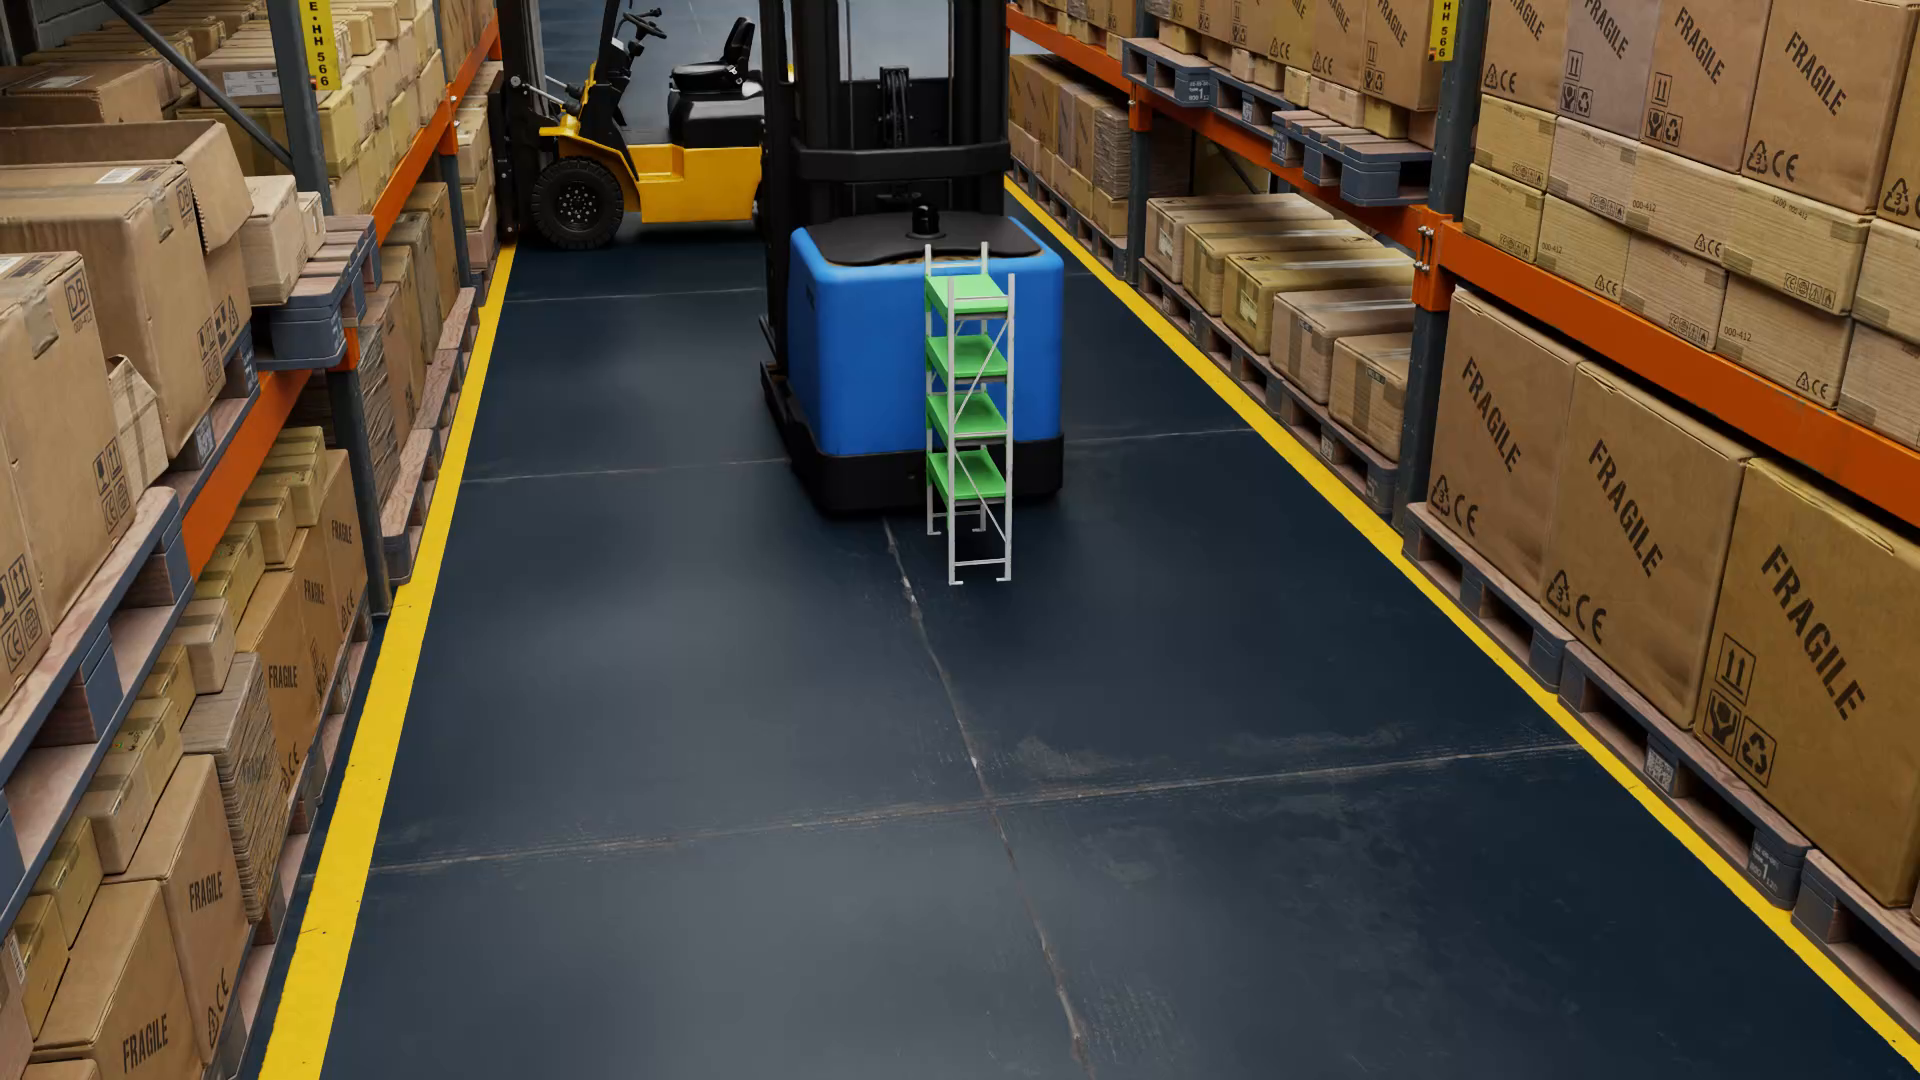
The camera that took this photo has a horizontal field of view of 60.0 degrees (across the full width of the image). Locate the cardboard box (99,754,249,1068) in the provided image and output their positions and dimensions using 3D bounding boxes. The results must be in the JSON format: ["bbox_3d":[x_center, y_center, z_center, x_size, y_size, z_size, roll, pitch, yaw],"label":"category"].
[{"bbox_3d":[-1.919,0.840,3.678,0.500,0.500,0.500,-5,24,-11],"label":"cardboard box"}]

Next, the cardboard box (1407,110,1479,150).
[{"bbox_3d":[1.991,-1.632,6.529,0.380,0.149,0.250,-3,24,-8],"label":"cardboard box"}]

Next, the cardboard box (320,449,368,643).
[{"bbox_3d":[-2.305,0.029,5.534,0.500,0.500,0.500,-4,24,-8],"label":"cardboard box"}]

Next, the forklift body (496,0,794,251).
[{"bbox_3d":[-1.930,-3.221,11.439,2.313,2.155,1.214,-4,24,-10],"label":"forklift body"}]

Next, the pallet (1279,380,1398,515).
[{"bbox_3d":[2.140,-0.473,7.569,1.003,0.211,1.213,-4,24,-10],"label":"pallet"}]

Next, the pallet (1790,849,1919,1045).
[{"bbox_3d":[2.806,1.110,3.945,1.003,0.211,1.213,-4,24,-10],"label":"pallet"}]

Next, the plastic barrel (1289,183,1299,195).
[{"bbox_3d":[2.674,-2.709,12.424,0.512,0.421,0.421,13,27,27],"label":"plastic barrel"}]

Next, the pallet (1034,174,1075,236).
[{"bbox_3d":[1.155,-2.481,12.167,1.003,0.211,1.213,-4,24,-10],"label":"pallet"}]

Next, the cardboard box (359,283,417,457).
[{"bbox_3d":[-2.825,-0.682,7.005,0.875,0.625,0.625,-4,24,-8],"label":"cardboard box"}]

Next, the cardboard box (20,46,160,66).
[{"bbox_3d":[-3.012,-1.625,5.788,0.380,0.149,0.250,-4,24,-8],"label":"cardboard box"}]

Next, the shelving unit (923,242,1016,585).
[{"bbox_3d":[0.031,-0.485,6.361,0.258,1.200,0.503,-4,24,-10],"label":"shelving unit"}]

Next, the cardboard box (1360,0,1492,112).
[{"bbox_3d":[1.926,-1.976,6.506,0.500,0.500,0.500,-5,24,-11],"label":"cardboard box"}]

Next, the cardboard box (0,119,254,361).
[{"bbox_3d":[-2.111,-0.686,3.919,0.797,0.503,0.637,-5,24,-11],"label":"cardboard box"}]

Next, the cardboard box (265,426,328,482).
[{"bbox_3d":[-2.254,-0.243,5.347,0.380,0.149,0.250,-5,24,-12],"label":"cardboard box"}]

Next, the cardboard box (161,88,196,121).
[{"bbox_3d":[-2.951,-1.391,5.750,0.500,0.250,0.500,-4,24,-9],"label":"cardboard box"}]

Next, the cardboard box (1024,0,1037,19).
[{"bbox_3d":[0.695,-4.014,12.507,0.380,0.149,0.250,-4,24,-9],"label":"cardboard box"}]

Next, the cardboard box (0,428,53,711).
[{"bbox_3d":[-1.724,0.054,2.230,0.700,0.500,0.500,-4,24,-8],"label":"cardboard box"}]

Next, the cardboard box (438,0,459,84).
[{"bbox_3d":[-3.160,-2.888,9.489,0.500,0.500,0.500,-5,24,-11],"label":"cardboard box"}]

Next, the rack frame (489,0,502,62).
[{"bbox_3d":[-4.074,-4.221,12.667,1.000,3.000,0.127,-4,24,-10],"label":"rack frame"}]

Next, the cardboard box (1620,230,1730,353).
[{"bbox_3d":[2.330,-0.756,4.921,0.500,0.250,0.500,-4,24,-8],"label":"cardboard box"}]

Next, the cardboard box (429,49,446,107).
[{"bbox_3d":[-2.984,-2.400,8.685,0.500,0.250,0.500,-4,24,-9],"label":"cardboard box"}]

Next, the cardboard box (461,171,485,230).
[{"bbox_3d":[-3.120,-2.022,9.919,0.500,0.250,0.500,-4,24,-10],"label":"cardboard box"}]

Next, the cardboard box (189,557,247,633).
[{"bbox_3d":[-2.117,0.174,4.392,0.380,0.149,0.250,-5,24,-11],"label":"cardboard box"}]

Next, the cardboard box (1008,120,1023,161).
[{"bbox_3d":[0.681,-3.185,13.205,0.500,0.250,0.500,-5,24,-10],"label":"cardboard box"}]

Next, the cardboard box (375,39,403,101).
[{"bbox_3d":[-2.726,-2.031,7.215,0.500,0.250,0.500,-4,24,-9],"label":"cardboard box"}]

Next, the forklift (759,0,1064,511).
[{"bbox_3d":[-0.392,-2.025,7.724,1.130,2.935,3.031,-5,24,-12],"label":"forklift"}]

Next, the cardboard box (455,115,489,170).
[{"bbox_3d":[-3.200,-2.454,10.282,0.500,0.250,0.500,-4,24,-10],"label":"cardboard box"}]

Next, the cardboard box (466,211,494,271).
[{"bbox_3d":[-3.098,-1.795,10.023,0.500,0.250,0.500,-4,24,-9],"label":"cardboard box"}]

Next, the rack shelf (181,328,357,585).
[{"bbox_3d":[-2.225,0.042,3.805,1.077,0.370,4.000,-4,24,-10],"label":"rack shelf"}]

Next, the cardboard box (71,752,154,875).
[{"bbox_3d":[-1.919,0.583,3.456,0.380,0.149,0.250,-4,24,-10],"label":"cardboard box"}]

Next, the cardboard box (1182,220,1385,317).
[{"bbox_3d":[1.779,-1.516,9.233,0.950,0.372,0.625,-3,24,-6],"label":"cardboard box"}]

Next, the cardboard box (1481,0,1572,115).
[{"bbox_3d":[2.134,-1.735,5.601,0.500,0.500,0.500,-5,24,-12],"label":"cardboard box"}]

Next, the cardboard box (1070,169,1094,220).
[{"bbox_3d":[1.062,-2.370,11.341,0.500,0.250,0.500,-5,24,-11],"label":"cardboard box"}]

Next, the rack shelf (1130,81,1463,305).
[{"bbox_3d":[1.913,-1.900,8.252,1.077,0.370,4.000,-4,24,-10],"label":"rack shelf"}]

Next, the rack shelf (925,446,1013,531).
[{"bbox_3d":[0.031,-0.206,6.482,0.258,0.148,0.480,-4,24,-10],"label":"rack shelf"}]

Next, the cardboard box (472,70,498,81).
[{"bbox_3d":[-3.582,-3.253,12.113,0.500,0.250,0.500,-4,24,-9],"label":"cardboard box"}]

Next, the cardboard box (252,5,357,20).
[{"bbox_3d":[-2.756,-2.167,7.028,0.380,0.149,0.250,-4,24,-10],"label":"cardboard box"}]

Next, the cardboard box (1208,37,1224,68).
[{"bbox_3d":[1.507,-2.544,8.617,0.380,0.149,0.250,-4,24,-9],"label":"cardboard box"}]

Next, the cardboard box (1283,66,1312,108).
[{"bbox_3d":[1.676,-2.035,7.451,0.380,0.149,0.250,-4,24,-9],"label":"cardboard box"}]

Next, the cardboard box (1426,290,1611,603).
[{"bbox_3d":[2.329,-0.384,6.012,0.875,0.875,0.875,-5,24,-10],"label":"cardboard box"}]

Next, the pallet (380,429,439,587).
[{"bbox_3d":[-2.708,-0.123,6.769,1.003,0.211,1.213,-4,24,-10],"label":"pallet"}]

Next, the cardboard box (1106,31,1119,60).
[{"bbox_3d":[1.131,-3.103,10.421,0.380,0.149,0.250,-4,24,-9],"label":"cardboard box"}]

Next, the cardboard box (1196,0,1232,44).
[{"bbox_3d":[1.519,-2.793,8.376,0.500,0.500,0.500,-4,24,-10],"label":"cardboard box"}]

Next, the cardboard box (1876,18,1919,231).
[{"bbox_3d":[2.516,-0.935,3.769,0.500,0.500,0.500,-4,24,-8],"label":"cardboard box"}]

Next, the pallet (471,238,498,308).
[{"bbox_3d":[-3.440,-1.686,10.346,1.003,0.211,1.213,-4,24,-10],"label":"pallet"}]

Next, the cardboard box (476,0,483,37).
[{"bbox_3d":[-3.543,-3.687,11.318,0.500,0.500,0.500,-5,24,-11],"label":"cardboard box"}]

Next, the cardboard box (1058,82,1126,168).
[{"bbox_3d":[0.979,-2.906,11.630,0.500,0.500,0.500,-3,24,-7],"label":"cardboard box"}]

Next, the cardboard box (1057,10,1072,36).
[{"bbox_3d":[0.892,-3.606,11.573,0.380,0.149,0.250,-4,24,-9],"label":"cardboard box"}]

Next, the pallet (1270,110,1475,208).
[{"bbox_3d":[2.047,-1.628,6.969,1.213,0.211,1.003,-4,24,-10],"label":"pallet"}]

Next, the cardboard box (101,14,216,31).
[{"bbox_3d":[-3.214,-2.024,6.700,0.380,0.149,0.250,-5,24,-11],"label":"cardboard box"}]

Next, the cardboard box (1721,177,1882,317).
[{"bbox_3d":[2.389,-0.785,4.363,0.500,0.250,0.500,-4,24,-9],"label":"cardboard box"}]

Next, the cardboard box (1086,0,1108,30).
[{"bbox_3d":[1.115,-3.557,10.650,0.500,0.500,0.500,-4,24,-8],"label":"cardboard box"}]

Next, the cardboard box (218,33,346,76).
[{"bbox_3d":[-2.487,-1.769,6.117,0.380,0.149,0.250,-4,24,-8],"label":"cardboard box"}]

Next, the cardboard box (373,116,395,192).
[{"bbox_3d":[-2.627,-1.599,6.850,0.500,0.250,0.500,-5,24,-11],"label":"cardboard box"}]
